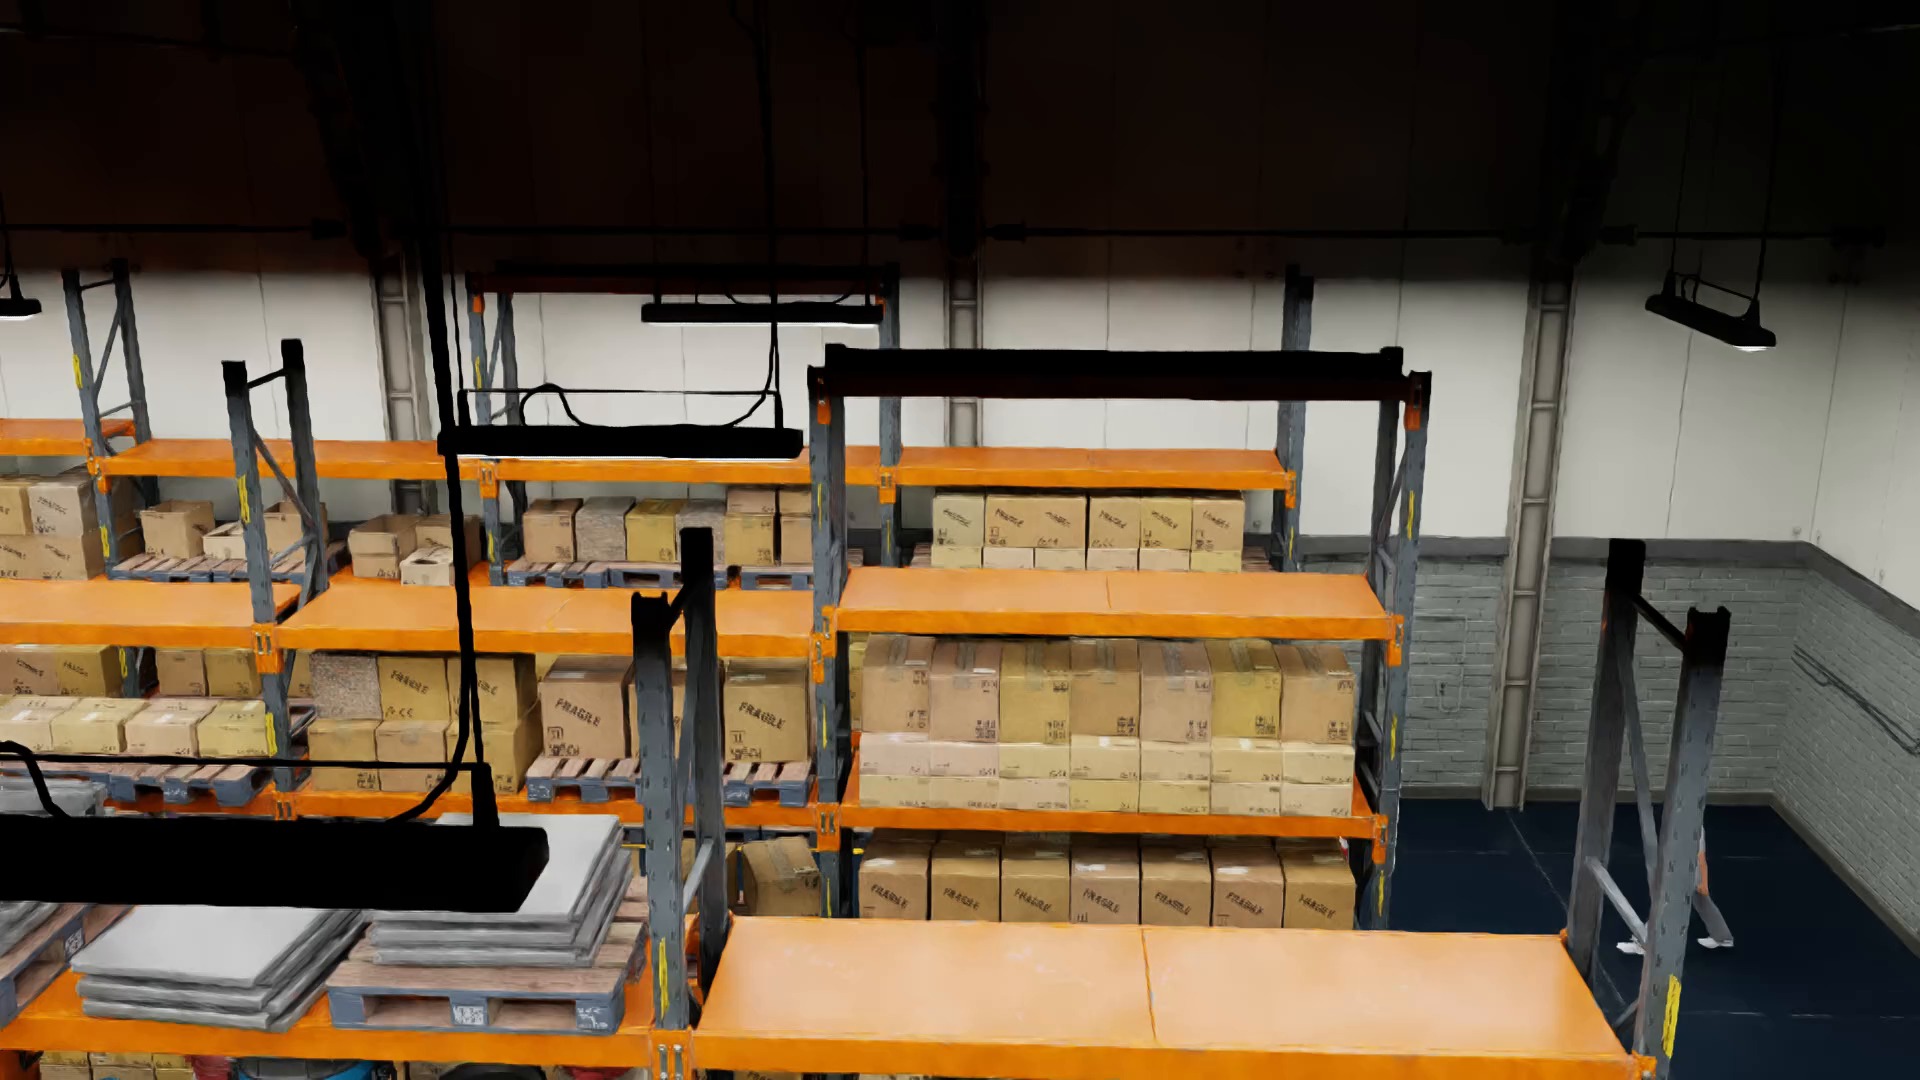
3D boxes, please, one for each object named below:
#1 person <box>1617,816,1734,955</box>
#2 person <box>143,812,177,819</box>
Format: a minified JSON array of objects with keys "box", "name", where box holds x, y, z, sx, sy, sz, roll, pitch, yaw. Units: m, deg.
[{"box":[6.624,3.035,15.246,1.110,1.590,0.446,1,16,5],"name":"person"},{"box":[-7.521,2.909,15.796,0.957,1.533,0.411,-2,16,-5],"name":"person"}]
